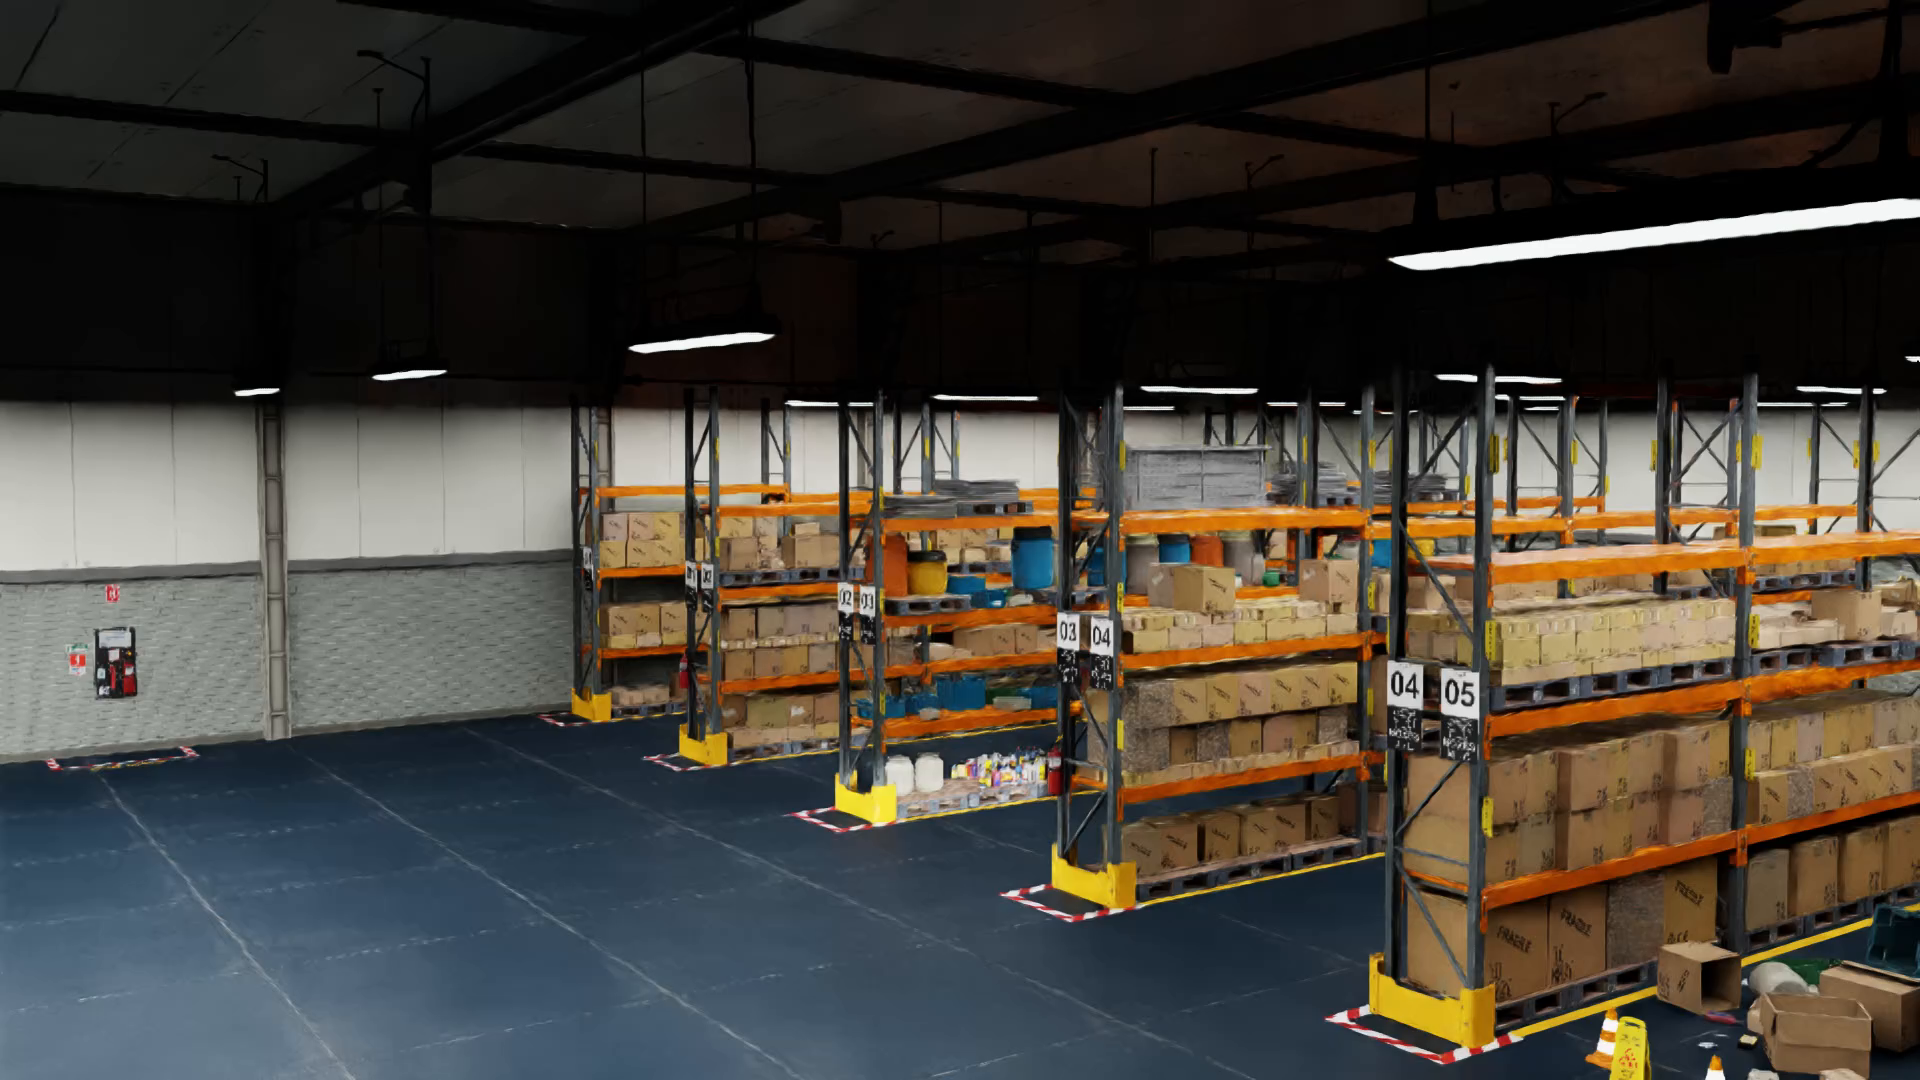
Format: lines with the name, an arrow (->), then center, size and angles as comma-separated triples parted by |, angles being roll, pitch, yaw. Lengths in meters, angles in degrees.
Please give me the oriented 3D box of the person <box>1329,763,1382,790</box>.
person -> 5.851, 2.837, 24.458 | 1.042, 1.716, 0.591 | -2, 4, -35
